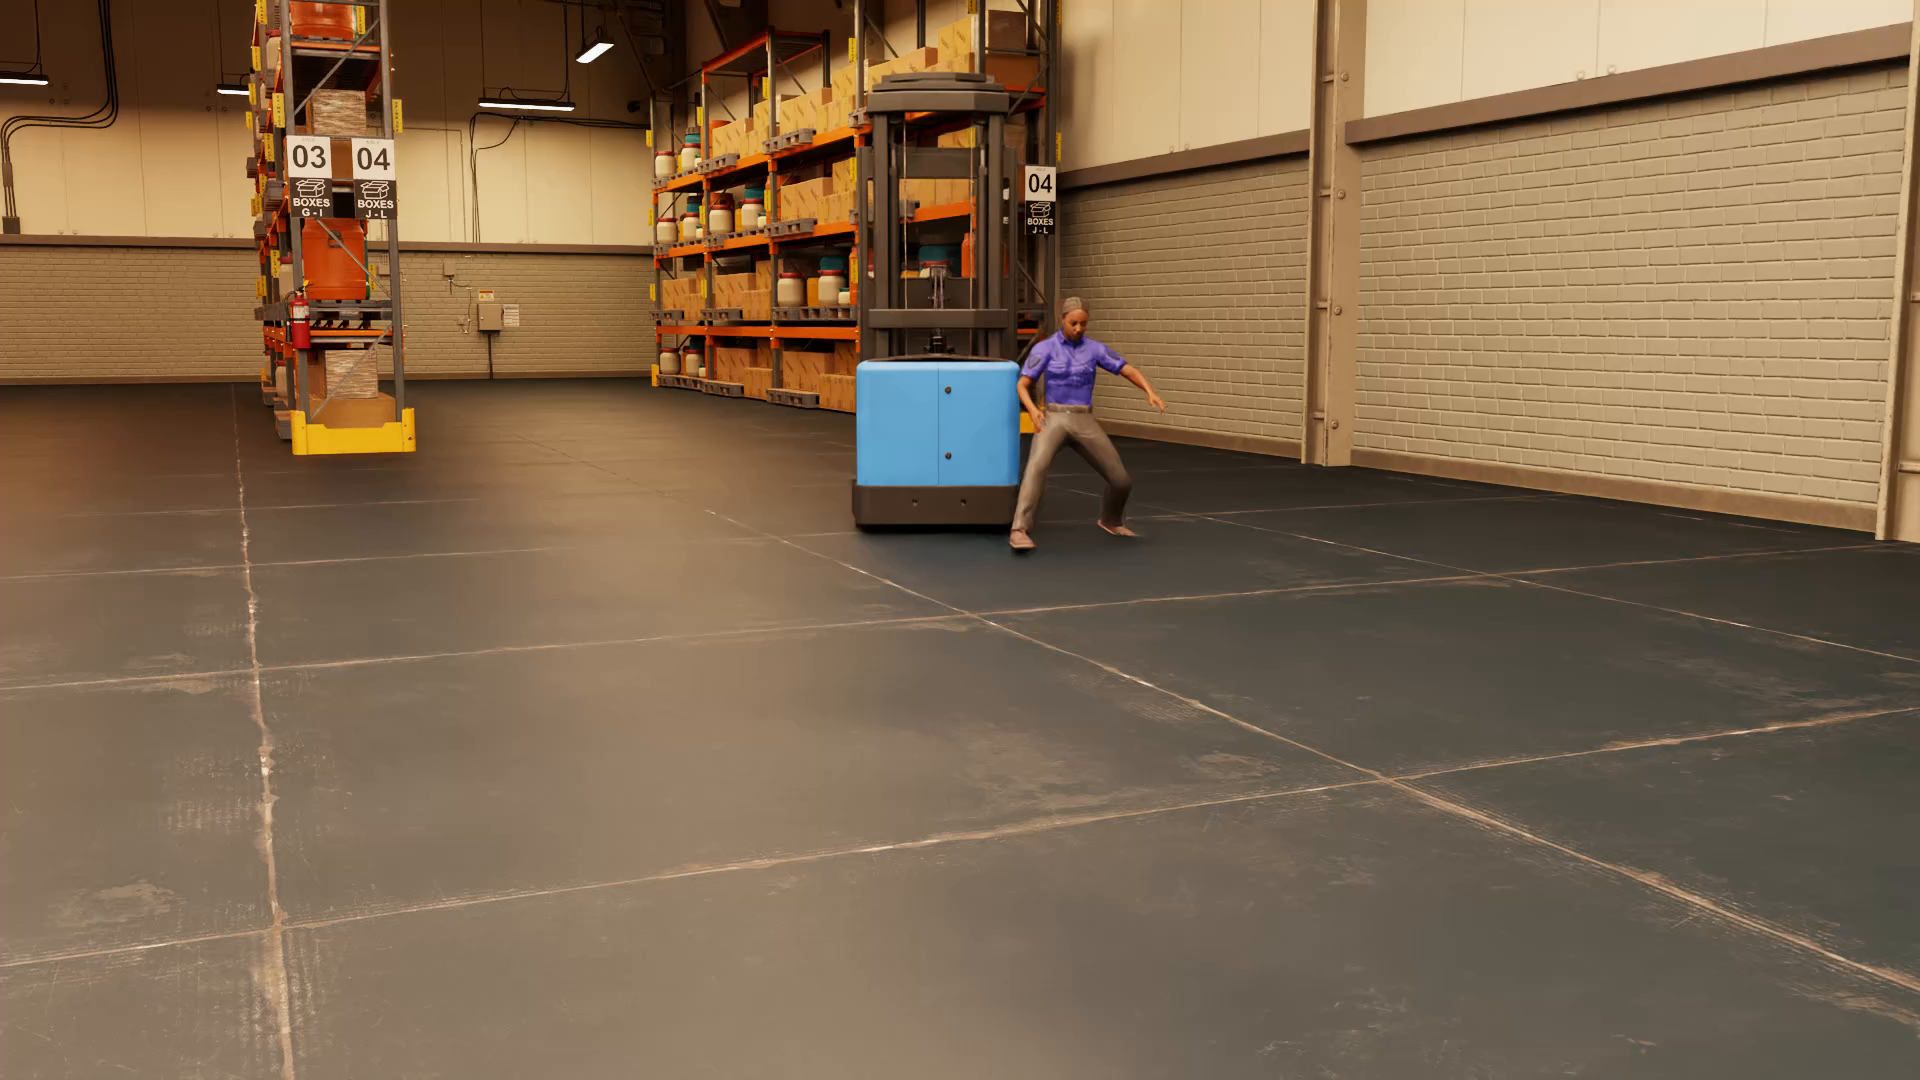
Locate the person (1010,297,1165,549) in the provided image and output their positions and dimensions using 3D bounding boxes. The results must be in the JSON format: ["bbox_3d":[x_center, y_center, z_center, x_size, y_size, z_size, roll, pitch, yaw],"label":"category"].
[{"bbox_3d":[0.706,-0.685,9.929,0.979,1.519,0.938,-2,8,-13],"label":"person"}]

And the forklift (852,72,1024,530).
[{"bbox_3d":[-0.151,-1.677,11.660,1.130,2.935,3.031,0,8,-1],"label":"forklift"}]
